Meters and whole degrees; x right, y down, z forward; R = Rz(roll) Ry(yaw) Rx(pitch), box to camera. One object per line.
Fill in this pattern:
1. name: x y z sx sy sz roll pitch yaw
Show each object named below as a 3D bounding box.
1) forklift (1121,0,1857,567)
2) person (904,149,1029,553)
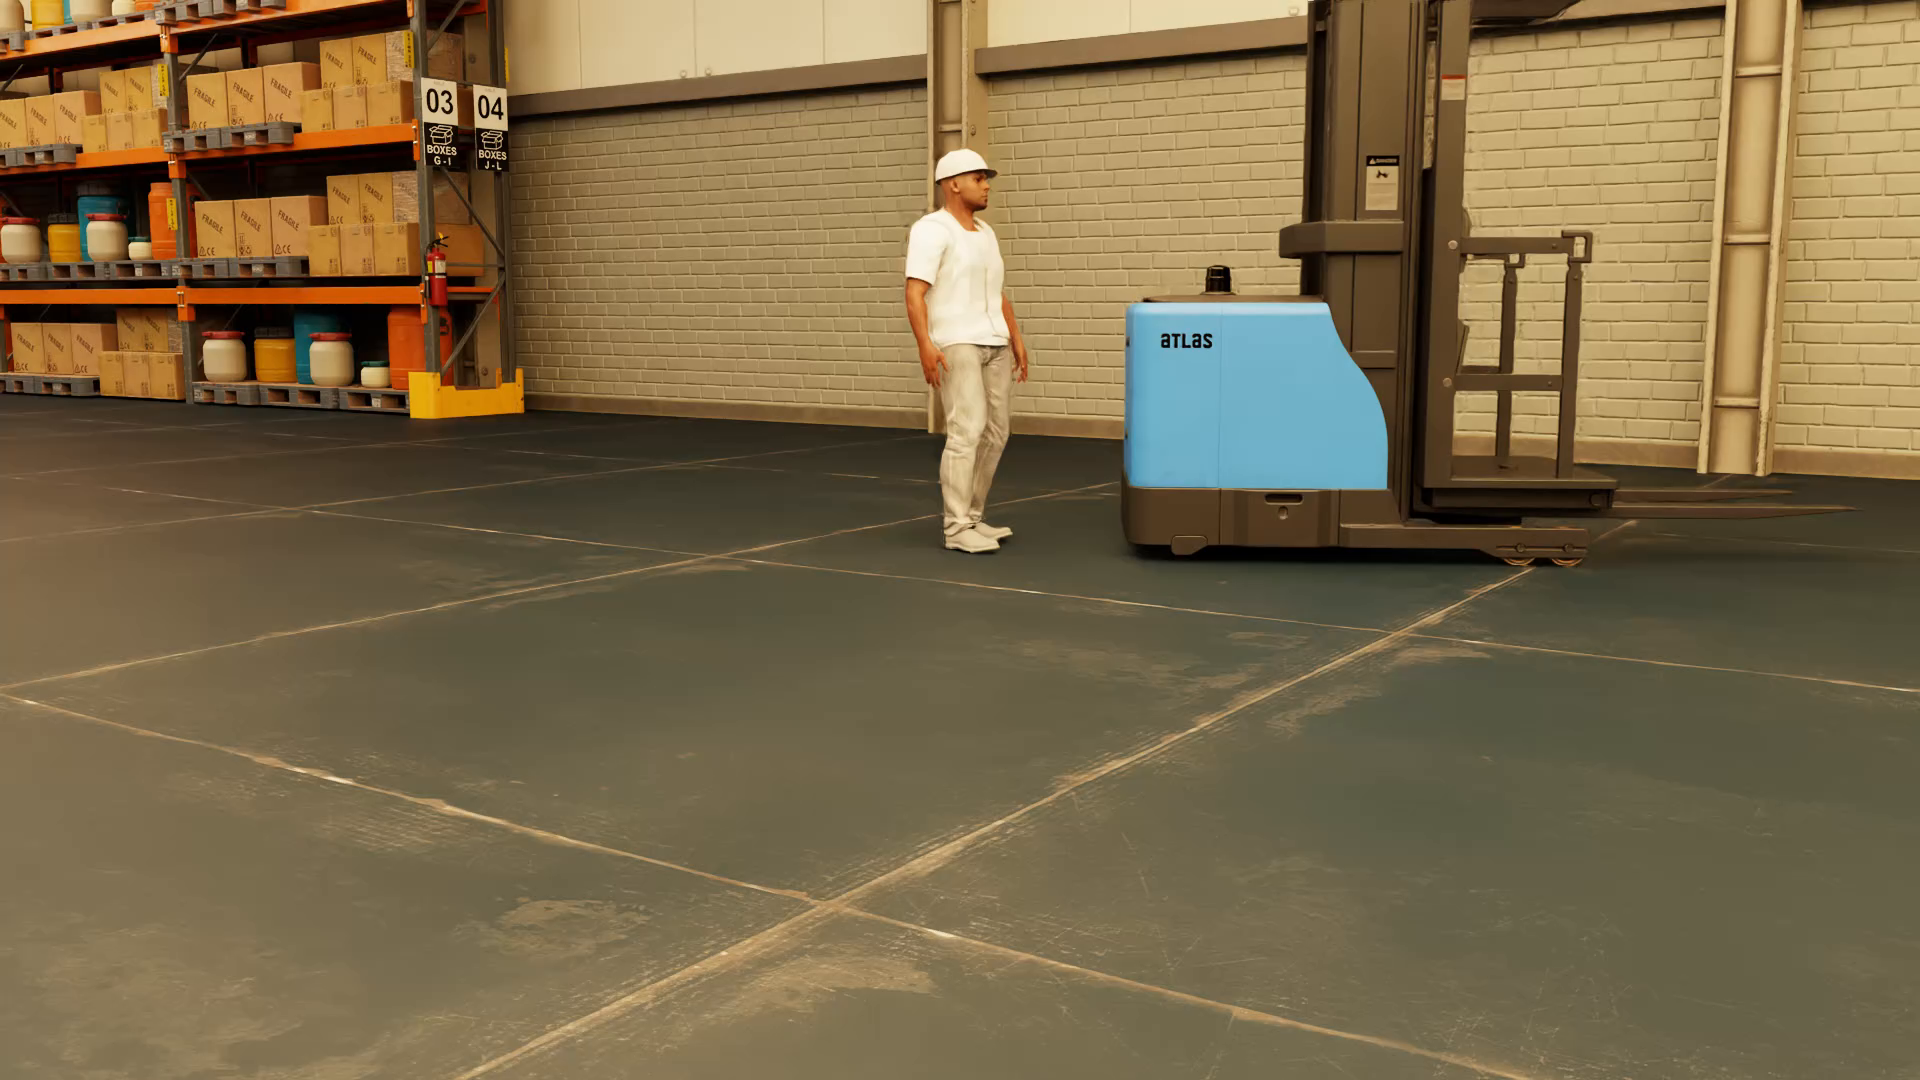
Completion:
1. forklift: 2.246 -1.419 7.172 3.031 2.935 1.130 1 8 4
2. person: 0.093 -0.853 7.413 0.566 1.755 0.691 6 10 36
